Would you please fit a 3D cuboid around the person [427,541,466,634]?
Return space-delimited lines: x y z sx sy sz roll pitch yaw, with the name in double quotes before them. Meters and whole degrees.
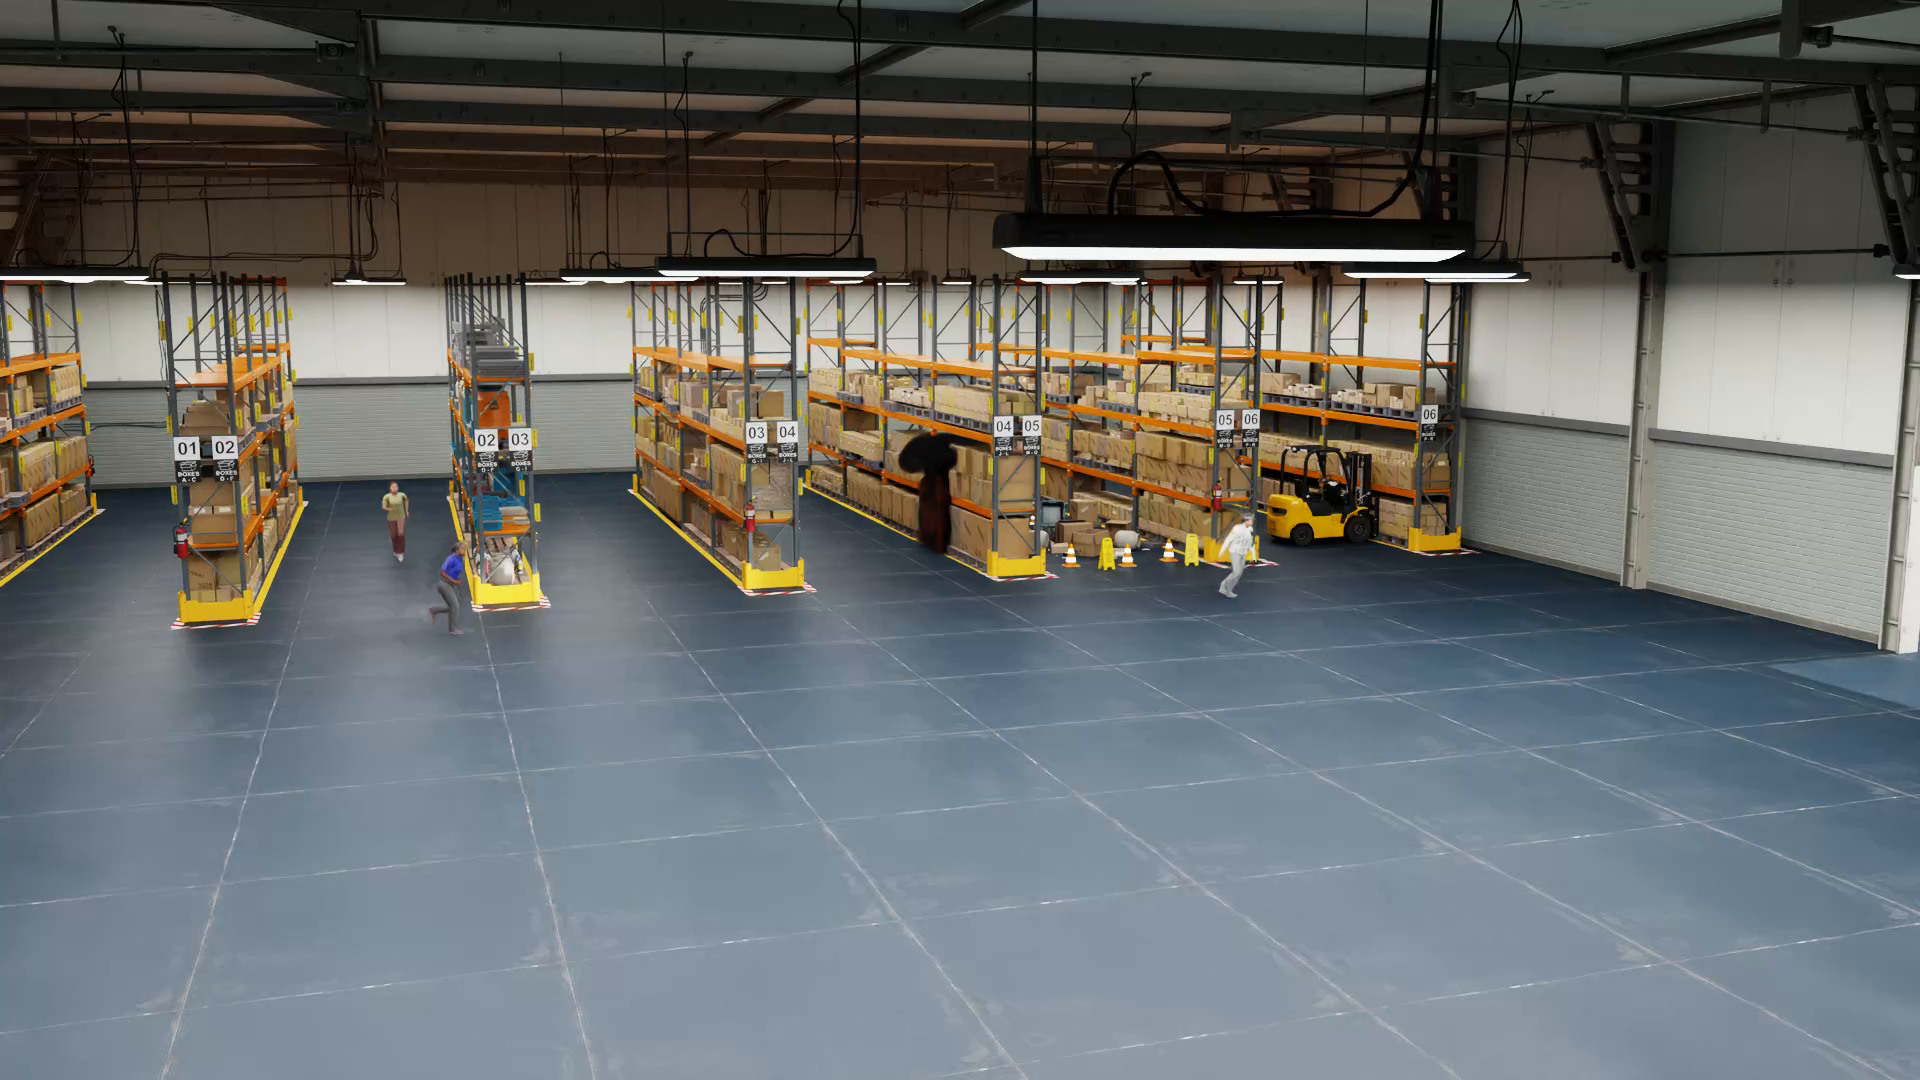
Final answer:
"person" -8.550 0.805 27.698 0.747 1.597 0.564 2 9 14

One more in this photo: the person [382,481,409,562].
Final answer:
"person" -11.949 -0.401 35.217 0.518 1.713 0.805 -2 9 -15

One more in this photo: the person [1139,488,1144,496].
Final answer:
"person" 4.832 -1.434 42.795 0.531 1.453 0.905 -4 10 -25

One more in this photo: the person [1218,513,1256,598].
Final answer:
"person" 5.178 0.279 30.915 0.614 1.610 0.561 -6 11 -36
